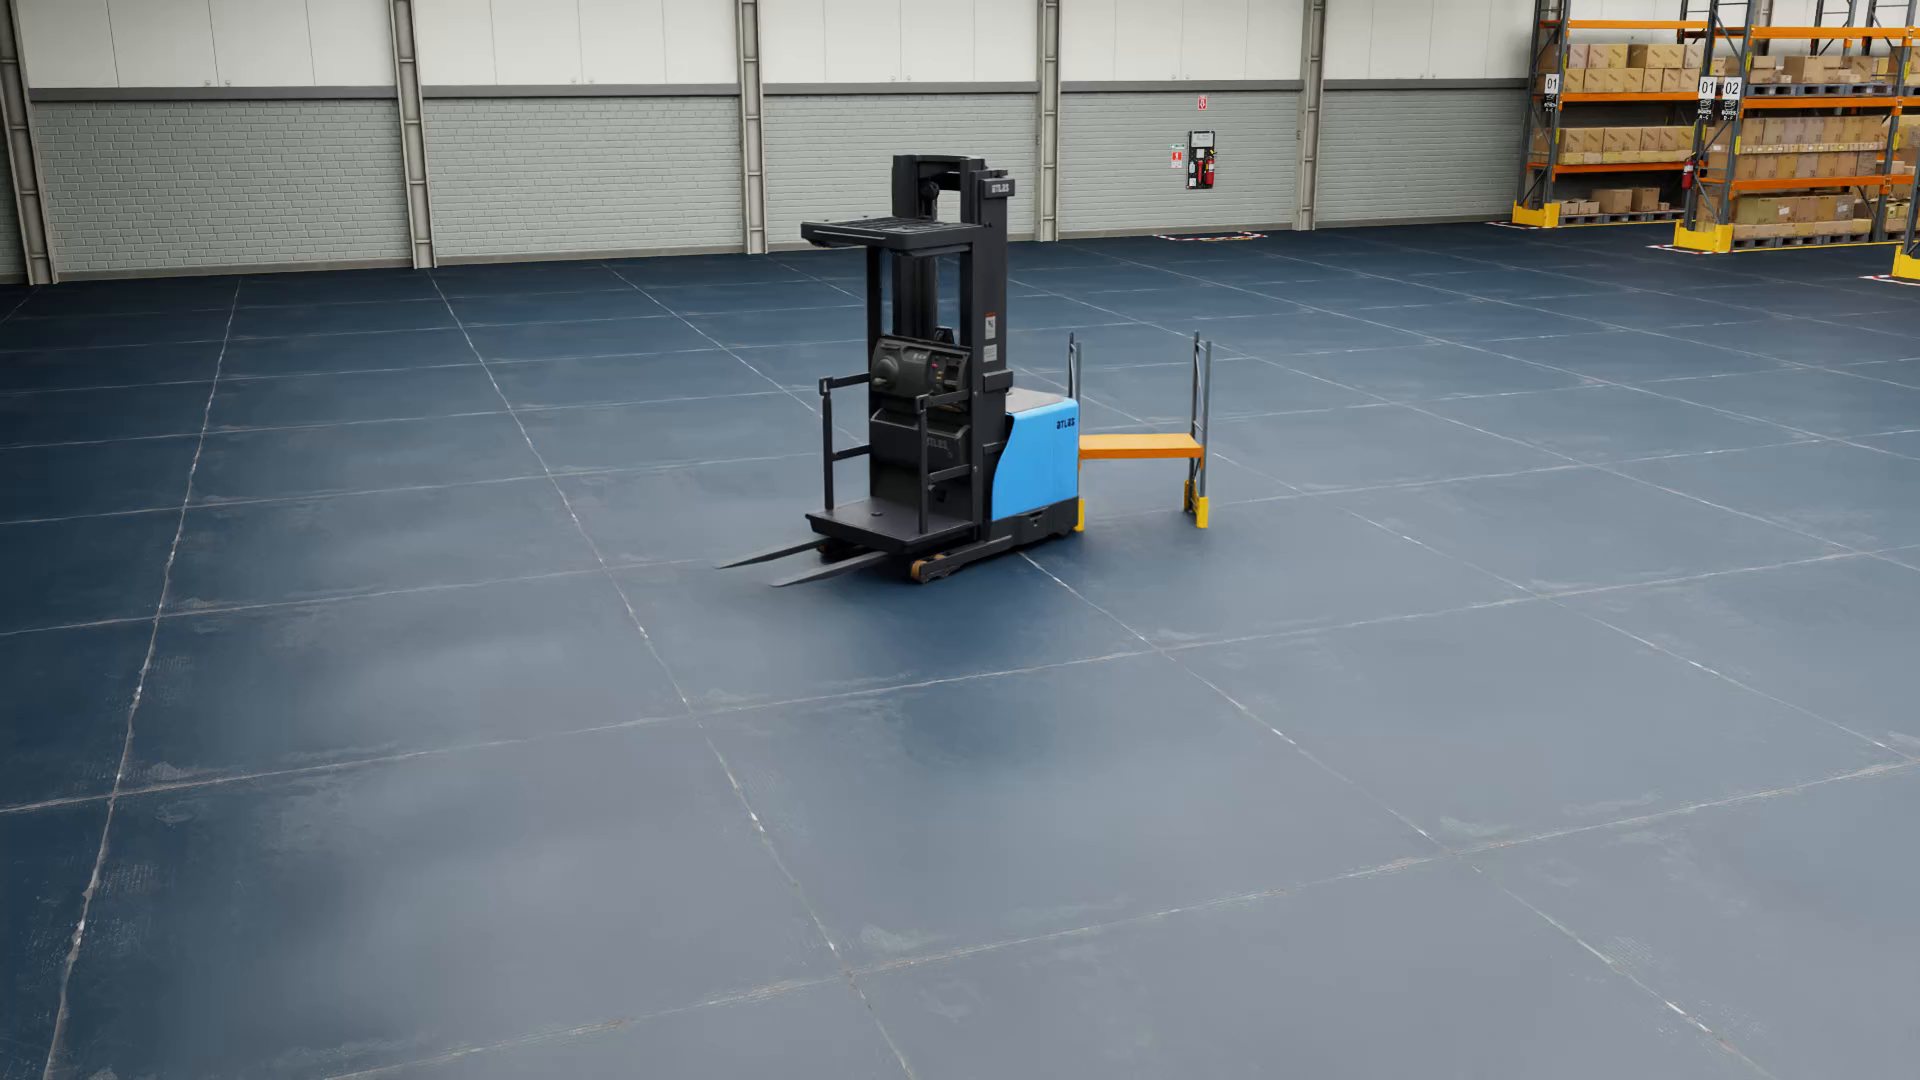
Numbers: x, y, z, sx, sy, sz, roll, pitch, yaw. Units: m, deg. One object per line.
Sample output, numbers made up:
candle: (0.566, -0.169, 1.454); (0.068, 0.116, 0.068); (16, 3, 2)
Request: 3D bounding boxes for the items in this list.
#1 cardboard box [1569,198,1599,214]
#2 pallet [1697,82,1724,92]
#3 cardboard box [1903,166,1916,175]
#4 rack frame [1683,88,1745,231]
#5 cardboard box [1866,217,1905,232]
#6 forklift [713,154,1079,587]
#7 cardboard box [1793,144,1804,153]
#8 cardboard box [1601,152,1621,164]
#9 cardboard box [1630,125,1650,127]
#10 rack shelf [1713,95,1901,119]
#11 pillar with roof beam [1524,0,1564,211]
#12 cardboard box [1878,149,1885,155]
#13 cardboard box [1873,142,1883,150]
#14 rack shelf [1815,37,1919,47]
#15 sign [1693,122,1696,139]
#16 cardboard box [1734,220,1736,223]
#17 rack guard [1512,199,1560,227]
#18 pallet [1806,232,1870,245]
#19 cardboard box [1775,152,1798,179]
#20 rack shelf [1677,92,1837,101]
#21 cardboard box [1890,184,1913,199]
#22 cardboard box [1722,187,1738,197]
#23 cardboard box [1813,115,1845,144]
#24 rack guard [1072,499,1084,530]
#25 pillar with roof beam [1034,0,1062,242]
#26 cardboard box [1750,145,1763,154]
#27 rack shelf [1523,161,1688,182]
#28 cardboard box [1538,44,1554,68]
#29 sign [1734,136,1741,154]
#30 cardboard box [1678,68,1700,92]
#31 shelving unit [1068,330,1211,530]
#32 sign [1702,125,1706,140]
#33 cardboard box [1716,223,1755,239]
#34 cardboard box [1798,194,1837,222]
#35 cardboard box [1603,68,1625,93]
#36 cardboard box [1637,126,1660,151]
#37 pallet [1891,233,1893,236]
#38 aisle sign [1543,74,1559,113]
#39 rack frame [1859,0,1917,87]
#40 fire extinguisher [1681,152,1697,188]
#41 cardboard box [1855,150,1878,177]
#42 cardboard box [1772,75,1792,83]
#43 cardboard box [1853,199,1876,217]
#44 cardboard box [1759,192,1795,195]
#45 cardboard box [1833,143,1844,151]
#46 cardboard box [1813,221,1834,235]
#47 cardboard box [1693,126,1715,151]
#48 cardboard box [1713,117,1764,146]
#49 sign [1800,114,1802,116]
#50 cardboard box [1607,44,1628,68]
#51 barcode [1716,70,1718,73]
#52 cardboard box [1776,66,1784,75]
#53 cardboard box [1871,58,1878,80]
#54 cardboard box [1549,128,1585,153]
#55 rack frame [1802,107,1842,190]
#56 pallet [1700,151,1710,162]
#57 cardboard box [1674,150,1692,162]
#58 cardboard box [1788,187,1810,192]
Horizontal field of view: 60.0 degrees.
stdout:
cardboard box: (13.810, -7.416, 36.892); (0.500, 0.311, 0.500); (-5, 17, -15)
pallet: (16.950, -10.178, 37.316); (1.003, 0.211, 1.213); (-6, 17, -20)
cardboard box: (19.012, -7.407, 33.315); (0.250, 0.149, 0.380); (-6, 17, -20)
rack frame: (14.376, -7.089, 31.785); (0.127, 3.000, 1.000); (-6, 17, -20)
cardboard box: (18.576, -6.350, 33.403); (0.500, 0.250, 0.500); (-7, 18, -21)
forklift: (-0.441, -1.256, 12.043); (1.130, 2.935, 3.031); (15, 22, 41)
cardboard box: (16.021, -7.561, 32.065); (0.250, 0.149, 0.380); (-6, 18, -21)
cardboard box: (14.127, -8.401, 36.484); (0.500, 0.250, 0.500); (-6, 18, -21)
cardboard box: (15.337, -9.049, 37.360); (0.500, 0.500, 0.500); (-6, 17, -20)
rack shelf: (16.243, -8.384, 32.150); (4.000, 0.370, 1.077); (-6, 17, -20)
pillar with roof beam: (14.484, -10.436, 32.535); (0.400, 9.000, 9.100); (-6, 17, -20)
cardboard box: (21.652, -9.197, 39.374); (0.250, 0.149, 0.380); (-6, 17, -19)
cardboard box: (17.934, -7.767, 32.768); (0.250, 0.149, 0.380); (-6, 17, -20)
rack shelf: (21.938, -11.741, 38.968); (4.000, 0.370, 1.077); (-6, 17, -20)
sign: (14.195, -7.902, 32.080); (0.005, 0.325, 0.100); (-6, 17, -20)
cardboard box: (15.233, -6.156, 32.745); (0.500, 0.250, 0.500); (-6, 17, -20)
rack guard: (12.671, -7.200, 36.600); (0.348, 0.500, 1.175); (-6, 17, -20)
pallet: (17.353, -6.085, 33.316); (1.213, 0.211, 1.003); (-6, 17, -20)
cardboard box: (15.771, -7.283, 32.270); (0.500, 0.500, 0.700); (-6, 17, -20)
rack shelf: (18.202, -10.091, 37.961); (4.000, 0.370, 1.077); (-6, 17, -20)
cardboard box: (22.416, -8.581, 39.938); (0.750, 0.750, 0.750); (-6, 17, -18)
cardboard box: (17.481, -7.951, 38.376); (0.500, 0.500, 0.700); (-7, 18, -21)
cardboard box: (16.760, -8.014, 32.458); (0.500, 0.500, 0.700); (-6, 17, -20)
rack guard: (0.927, -0.282, 13.485); (0.087, 0.250, 0.587); (-1, 16, -3)
pillar with roof beam: (3.279, -9.226, 28.415); (0.400, 9.000, 9.100); (-6, 17, -20)
cardboard box: (15.065, -7.458, 31.714); (0.250, 0.149, 0.380); (-7, 18, -22)
rack shelf: (14.467, -8.248, 37.010); (4.000, 0.370, 1.077); (-6, 17, -20)
cardboard box: (12.909, -10.480, 36.024); (0.500, 0.500, 0.500); (-5, 17, -18)
sign: (14.569, -7.395, 31.153); (0.005, 0.325, 0.100); (-6, 17, -20)
cardboard box: (15.949, -10.176, 36.760); (0.500, 0.500, 0.500); (-6, 17, -19)
shelving unit: (1.424, -0.890, 13.338); (1.083, 1.500, 0.587); (-1, 16, -3)
sign: (16.536, -9.068, 36.990); (0.005, 0.325, 0.100); (-6, 17, -20)
cardboard box: (14.956, -5.966, 32.098); (0.500, 0.250, 0.500); (-6, 17, -20)
cardboard box: (16.820, -6.531, 32.690); (0.500, 0.500, 0.500); (-6, 17, -20)
cardboard box: (13.999, -9.955, 36.008); (0.500, 0.500, 0.500); (-5, 17, -18)
cardboard box: (15.066, -8.864, 36.729); (0.500, 0.500, 0.500); (-7, 18, -22)
pallet: (19.926, -6.363, 34.262); (1.213, 0.211, 1.003); (-6, 17, -20)
aisle sign: (12.640, -9.553, 35.562); (0.004, 0.787, 0.394); (-6, 17, -20)
rack frame: (18.111, -10.370, 32.313); (0.127, 3.000, 1.000); (-6, 17, -20)
fire extinguisher: (14.099, -7.162, 32.172); (0.183, 0.674, 0.296); (-6, 17, -20)
cardboard box: (17.699, -7.494, 32.986); (0.500, 0.500, 0.700); (-7, 18, -22)
cardboard box: (15.537, -8.748, 31.565); (0.250, 0.149, 0.380); (-6, 17, -20)
cardboard box: (18.387, -6.760, 33.804); (0.500, 0.311, 0.500); (-6, 17, -20)
cardboard box: (16.166, -6.618, 32.985); (0.500, 0.500, 0.500); (-6, 17, -20)
cardboard box: (16.983, -7.665, 32.420); (0.250, 0.149, 0.380); (-6, 17, -20)
cardboard box: (16.824, -6.168, 32.784); (0.500, 0.250, 0.500); (-6, 17, -20)
cardboard box: (16.822, -9.096, 37.664); (0.500, 0.500, 0.700); (-6, 17, -20)
cardboard box: (14.866, -7.808, 31.755); (0.500, 0.500, 0.700); (-6, 17, -20)
sign: (19.868, -9.900, 39.302); (0.005, 0.325, 0.100); (-6, 17, -20)
cardboard box: (14.007, -10.435, 35.869); (0.500, 0.500, 0.500); (-6, 17, -19)
barcode: (14.485, -8.964, 31.816); (0.075, 0.075, 0.001); (-6, 17, -20)
cardboard box: (15.876, -8.995, 32.119); (0.500, 0.311, 0.500); (-4, 17, -14)
cardboard box: (20.978, -11.028, 38.917); (0.500, 0.500, 0.700); (-7, 18, -23)
cardboard box: (13.153, -8.658, 36.029); (0.500, 0.500, 0.500); (-6, 17, -20)
rack frame: (20.070, -9.198, 38.969); (0.127, 3.000, 1.000); (-6, 17, -20)
pallet: (17.101, -8.742, 37.755); (1.213, 0.211, 1.003); (-6, 17, -20)
cardboard box: (16.001, -8.605, 37.180); (0.500, 0.250, 0.500); (-6, 17, -20)
cardboard box: (19.416, -8.124, 38.965); (0.500, 0.500, 0.700); (-6, 17, -19)
